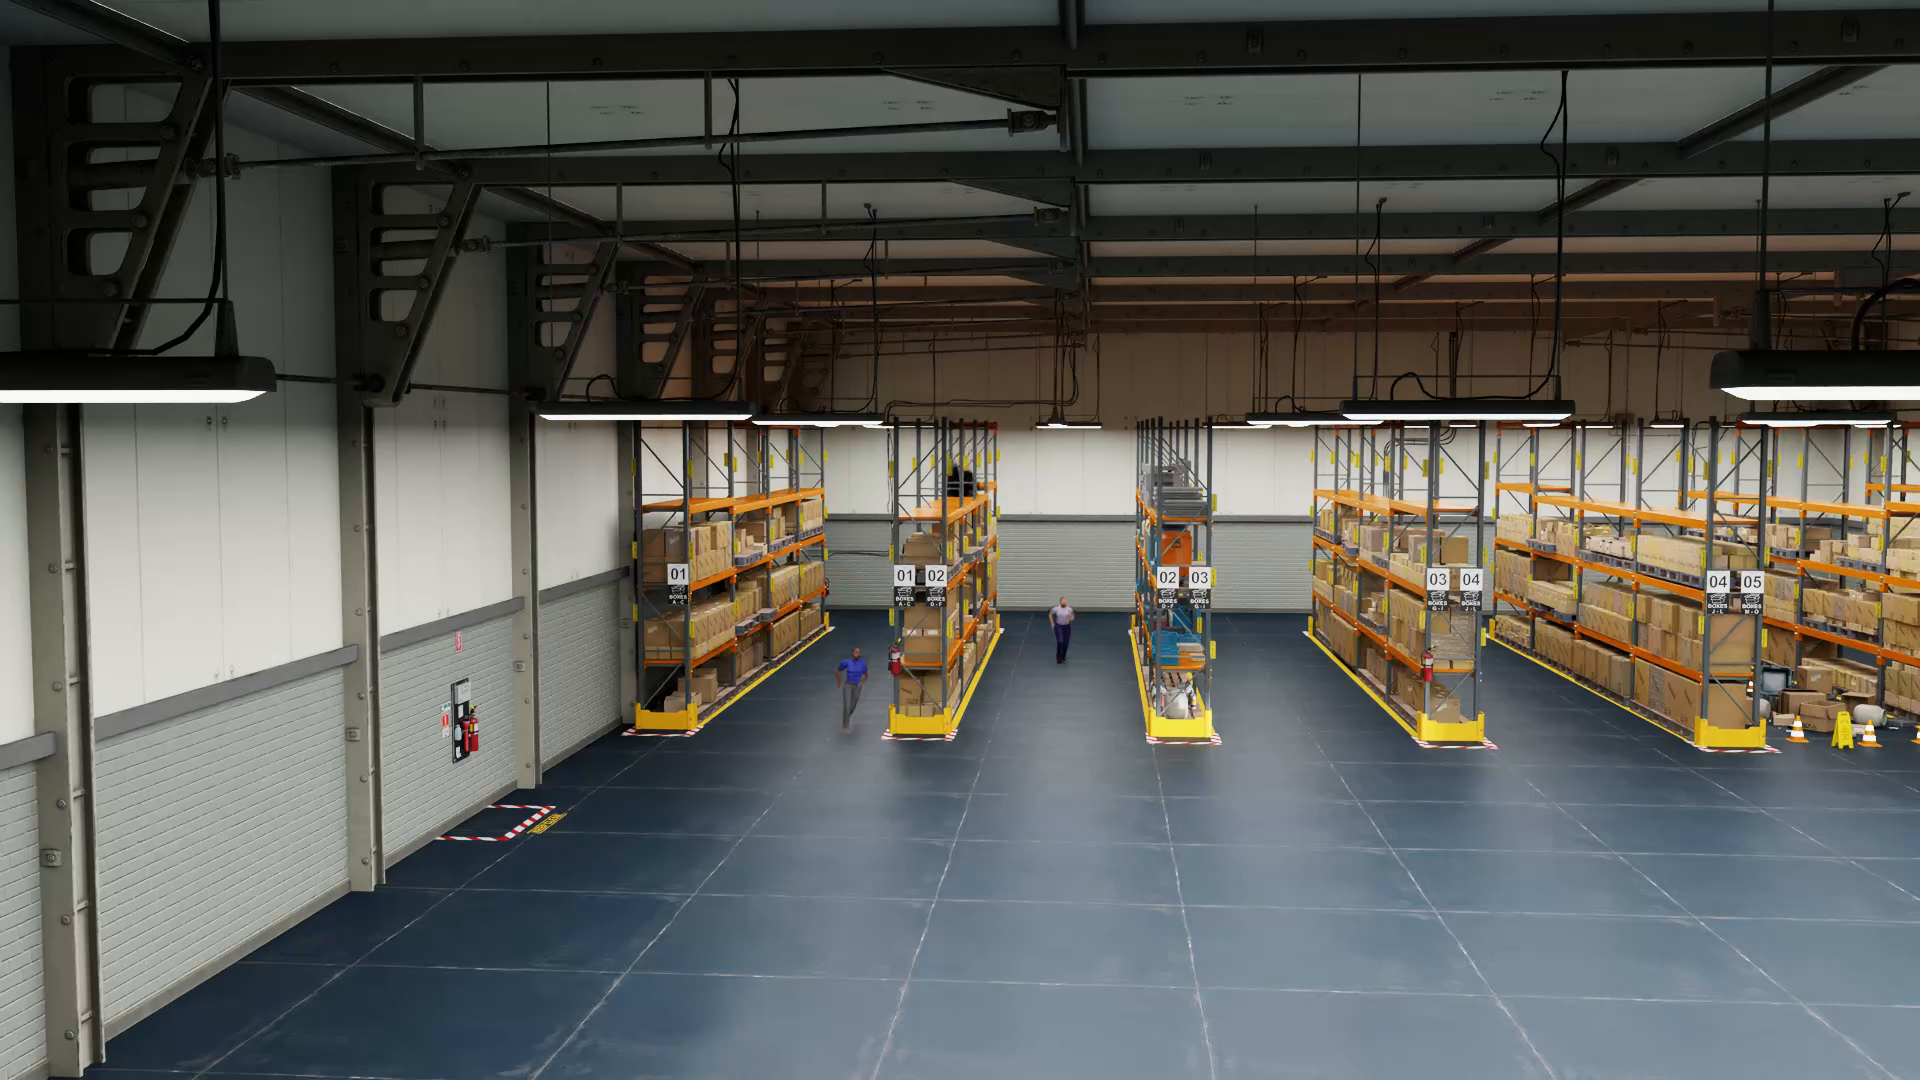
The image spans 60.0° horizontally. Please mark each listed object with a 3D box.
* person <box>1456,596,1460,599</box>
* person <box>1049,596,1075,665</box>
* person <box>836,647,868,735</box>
[{"bbox_3d":[13.379,2.033,43.731,0.647,1.785,0.743,0,4,5],"label":"person"},{"bbox_3d":[2.533,2.238,40.963,0.574,1.697,0.706,-1,4,-12],"label":"person"},{"bbox_3d":[-2.057,2.862,31.806,0.613,1.637,0.810,-1,4,-17],"label":"person"}]
